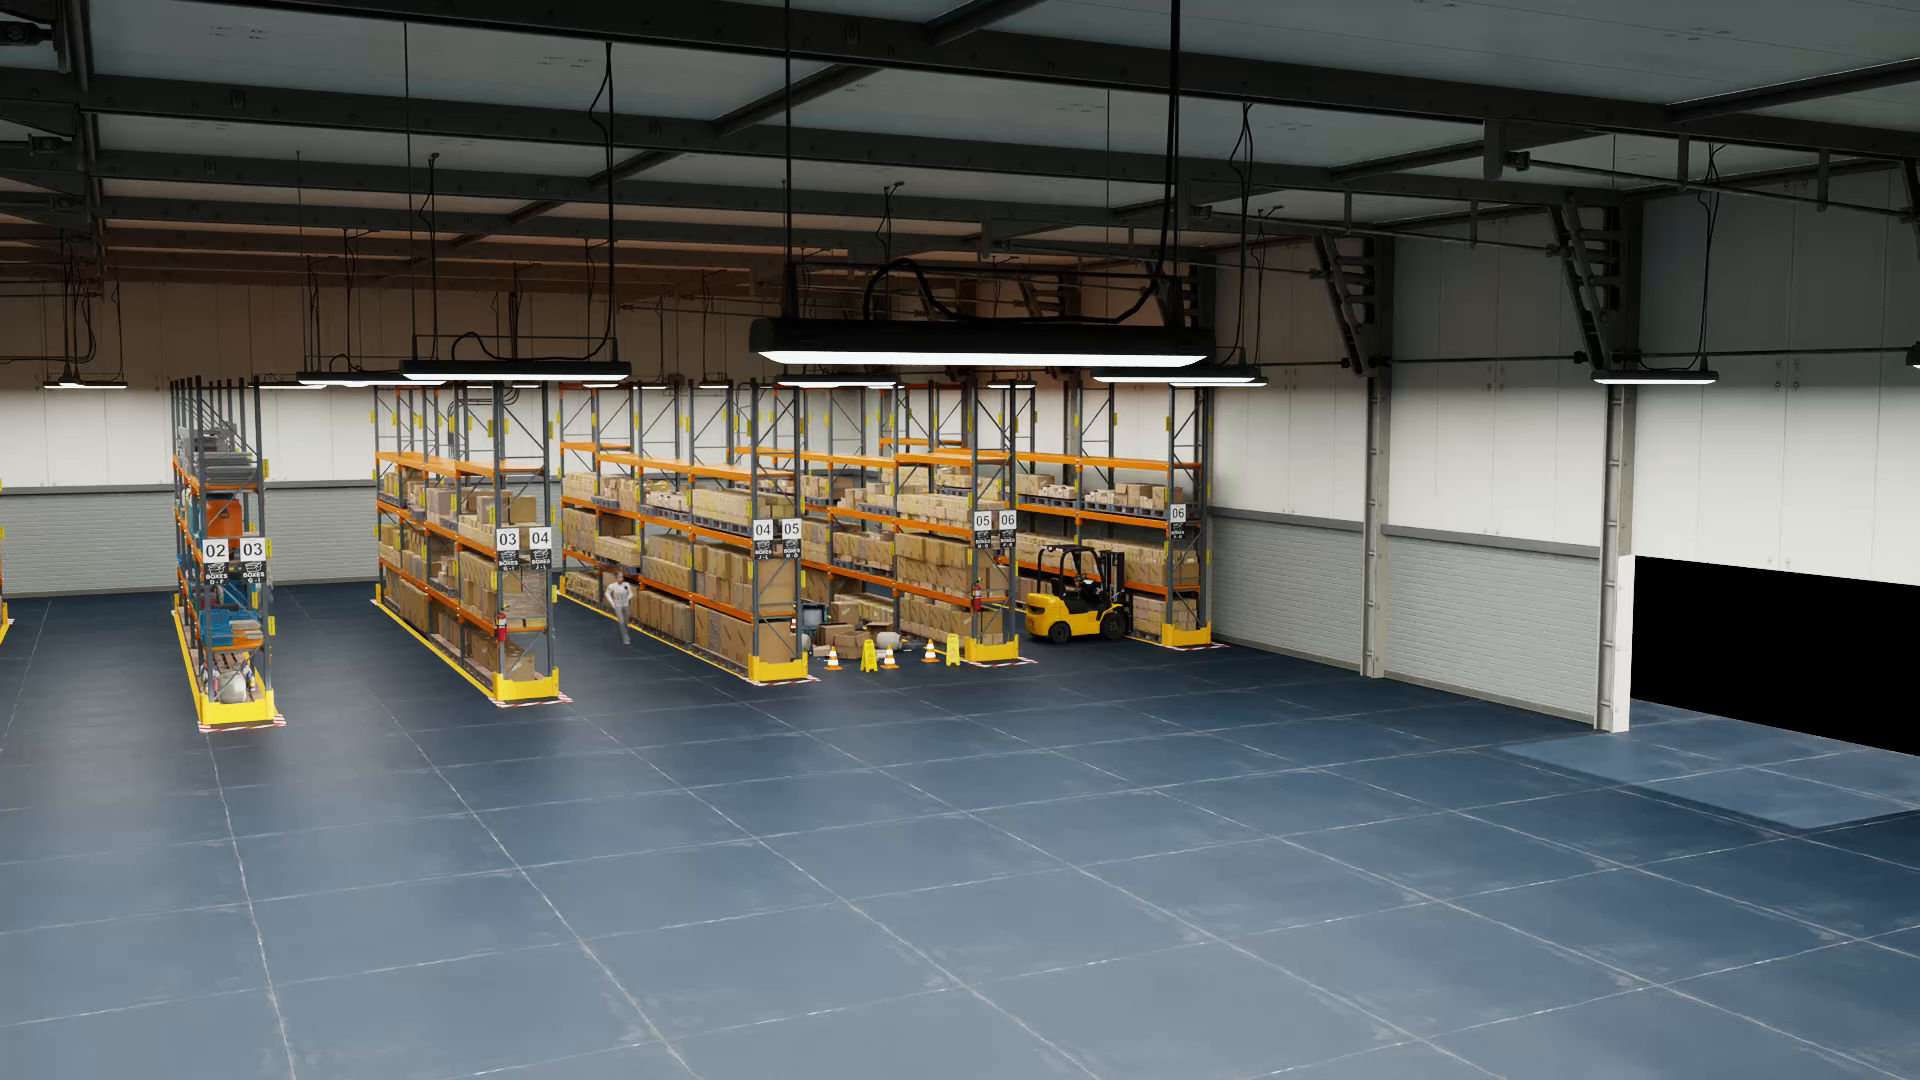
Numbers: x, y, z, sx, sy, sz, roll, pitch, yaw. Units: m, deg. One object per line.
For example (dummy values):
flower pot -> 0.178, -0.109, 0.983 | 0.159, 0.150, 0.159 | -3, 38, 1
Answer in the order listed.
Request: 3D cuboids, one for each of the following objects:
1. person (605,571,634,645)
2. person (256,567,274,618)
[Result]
person -> -7.710, 1.519, 37.769 | 0.614, 1.664, 0.831 | -3, 6, -29
person -> -17.561, 1.210, 41.881 | 0.797, 1.575, 0.612 | 4, 7, 40
